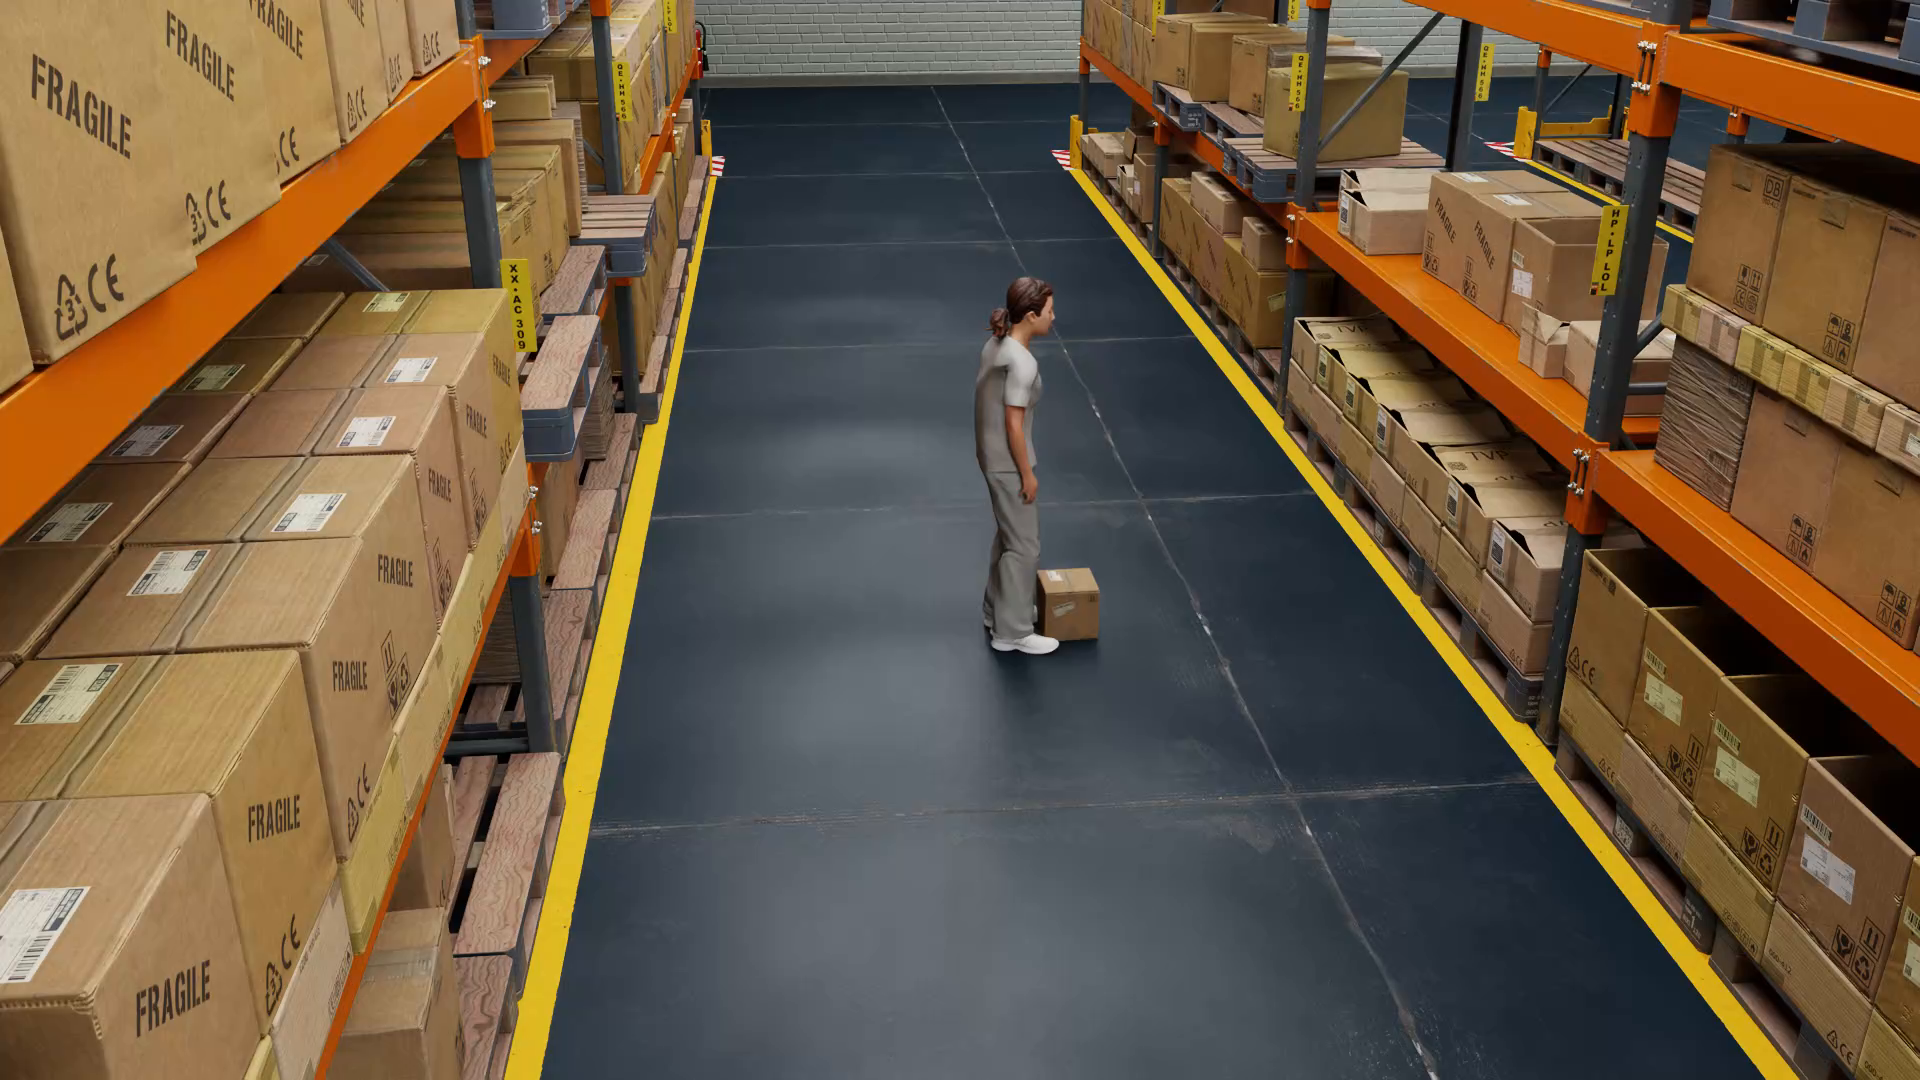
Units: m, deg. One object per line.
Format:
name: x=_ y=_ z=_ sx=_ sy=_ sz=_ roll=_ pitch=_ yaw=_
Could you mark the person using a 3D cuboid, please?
person: x=0.247 y=-0.337 z=7.367 sx=0.361 sy=1.671 sz=0.497 roll=-3 pitch=24 yaw=-7
